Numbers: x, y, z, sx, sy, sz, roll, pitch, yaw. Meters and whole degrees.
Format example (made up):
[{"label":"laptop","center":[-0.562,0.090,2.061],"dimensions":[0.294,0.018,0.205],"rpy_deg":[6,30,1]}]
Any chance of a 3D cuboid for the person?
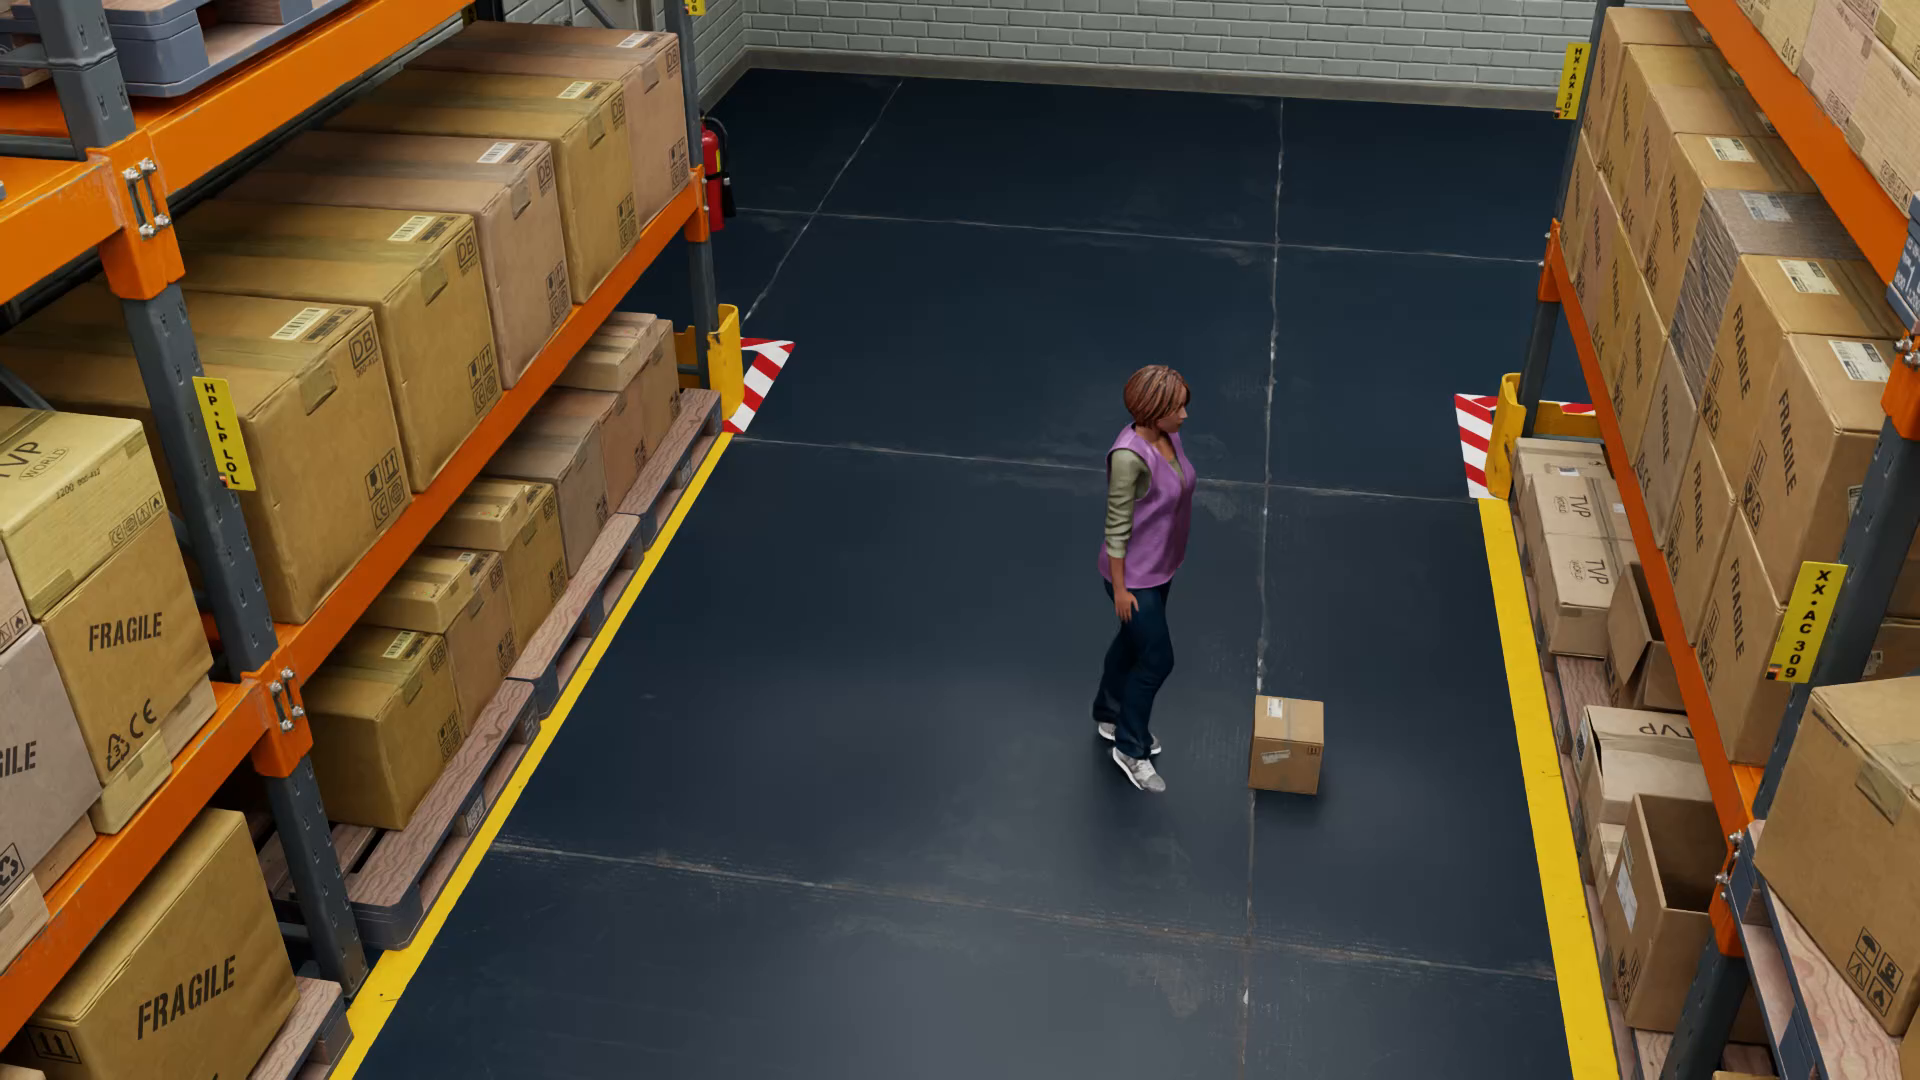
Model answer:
[{"label":"person","center":[0.683,0.132,5.964],"dimensions":[0.382,1.633,0.453],"rpy_deg":[15,36,22]}]
